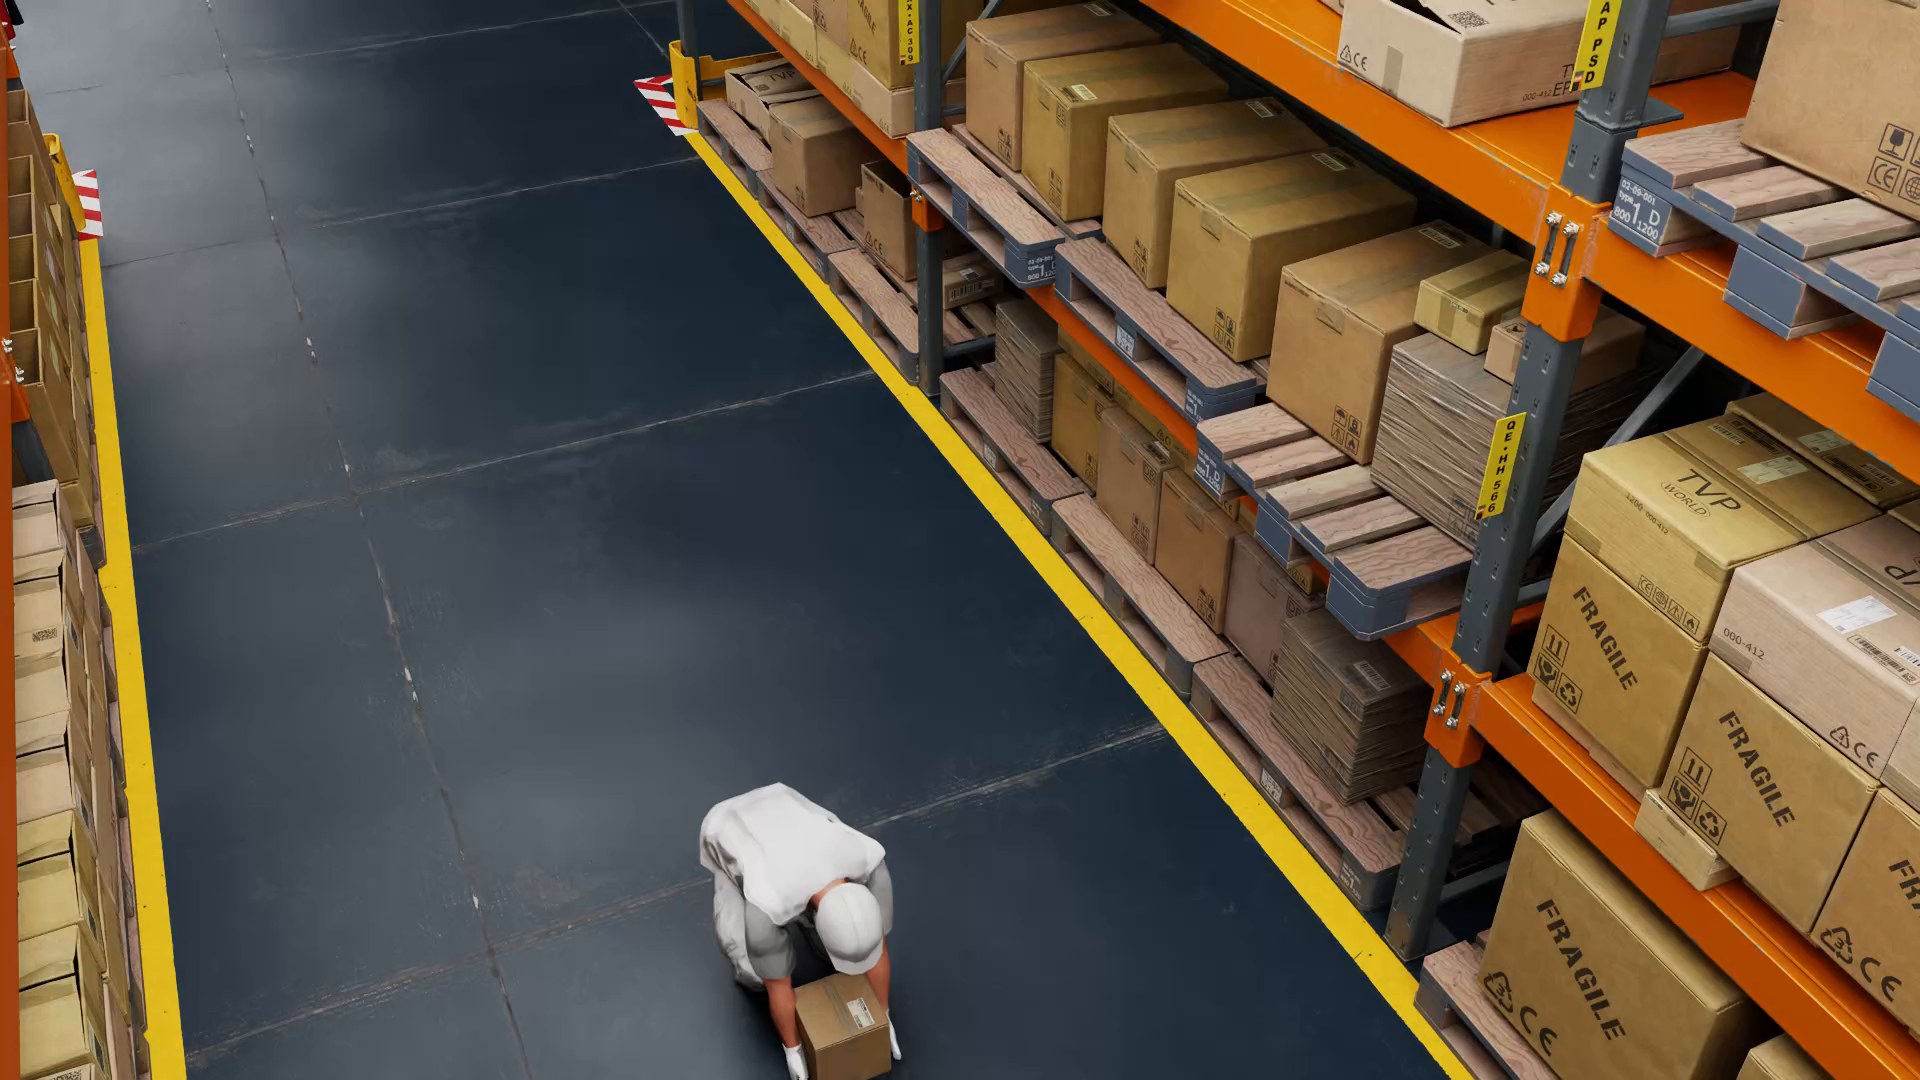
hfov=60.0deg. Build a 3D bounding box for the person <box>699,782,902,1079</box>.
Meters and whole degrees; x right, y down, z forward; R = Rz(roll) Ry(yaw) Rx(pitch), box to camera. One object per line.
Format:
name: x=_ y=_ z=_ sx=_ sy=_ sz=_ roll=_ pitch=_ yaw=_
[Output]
person: x=-0.518 y=1.229 z=5.414 sx=0.547 sy=0.877 sz=0.923 roll=-16 pitch=40 yaw=-20
